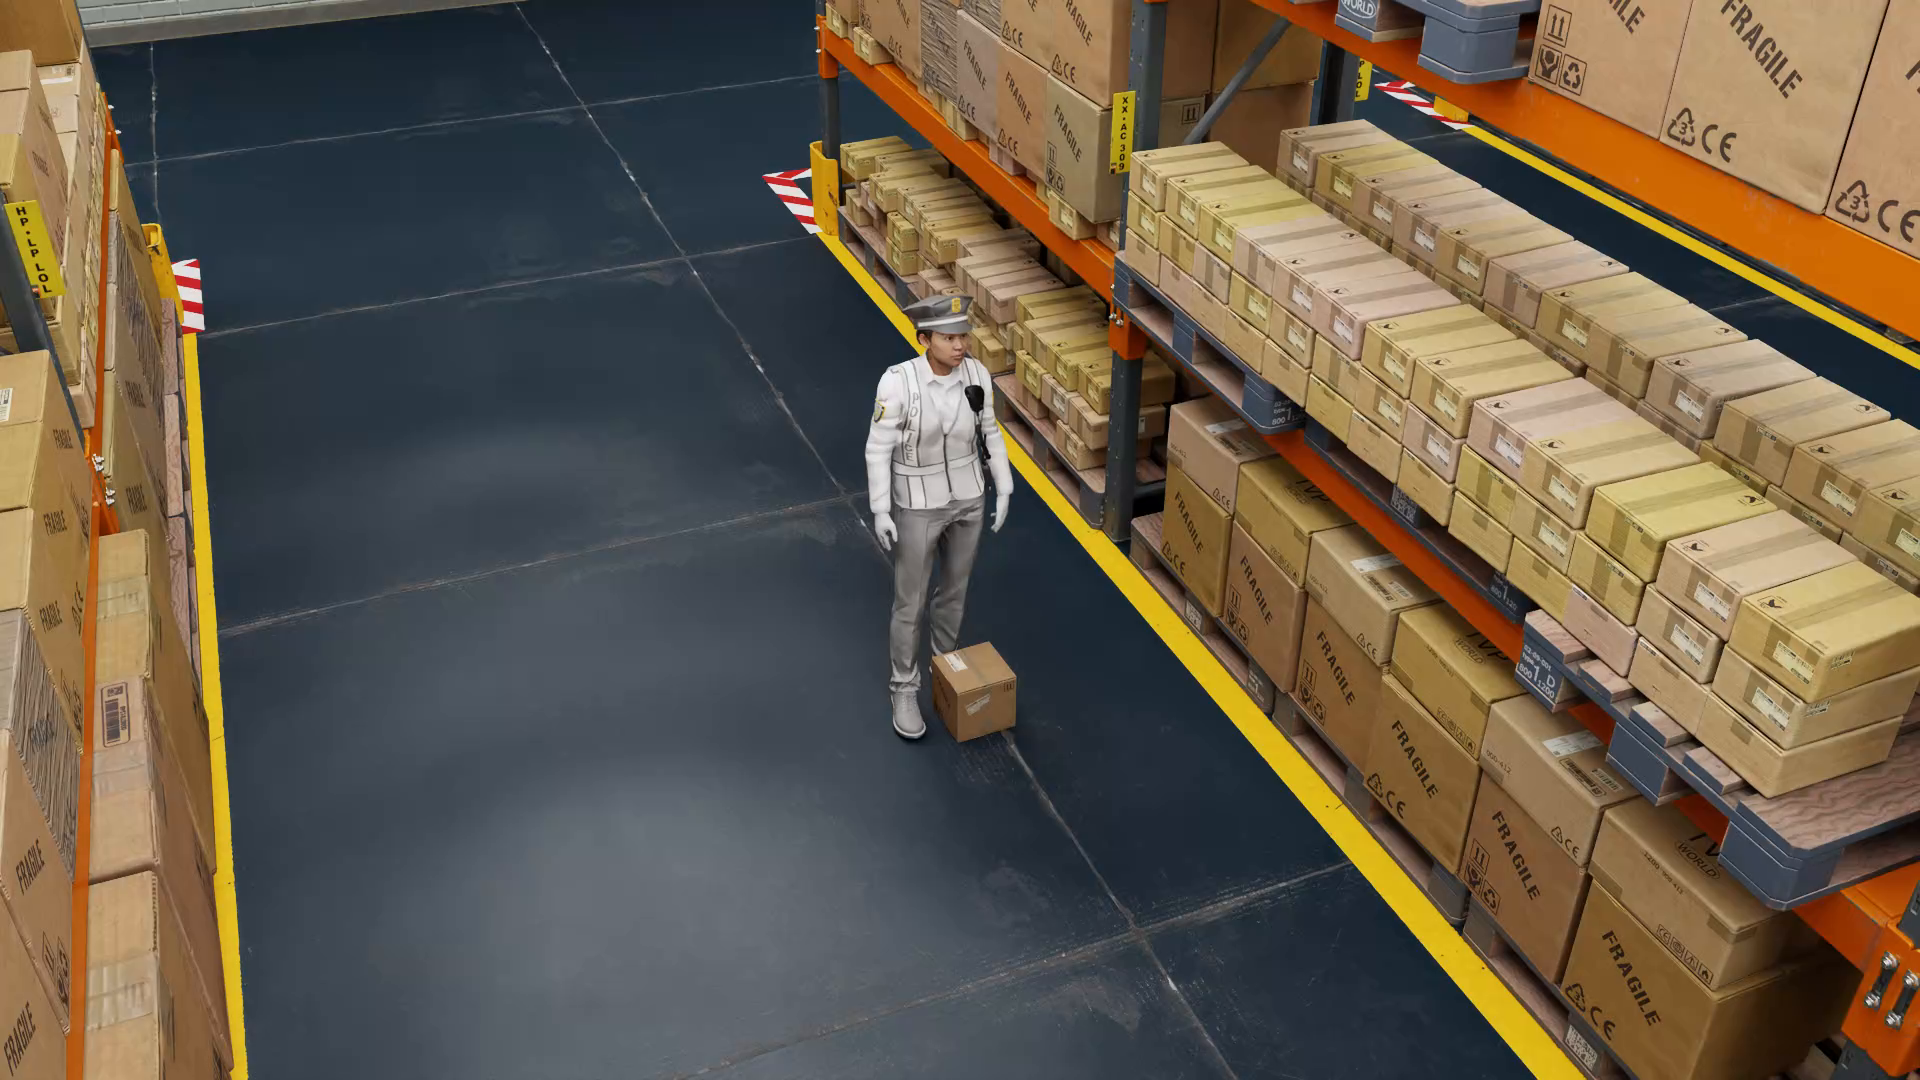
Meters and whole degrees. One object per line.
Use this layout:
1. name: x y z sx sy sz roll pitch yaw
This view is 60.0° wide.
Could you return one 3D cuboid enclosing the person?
1. person: -0.053 -0.112 6.263 0.588 1.697 0.534 -13 36 -19
